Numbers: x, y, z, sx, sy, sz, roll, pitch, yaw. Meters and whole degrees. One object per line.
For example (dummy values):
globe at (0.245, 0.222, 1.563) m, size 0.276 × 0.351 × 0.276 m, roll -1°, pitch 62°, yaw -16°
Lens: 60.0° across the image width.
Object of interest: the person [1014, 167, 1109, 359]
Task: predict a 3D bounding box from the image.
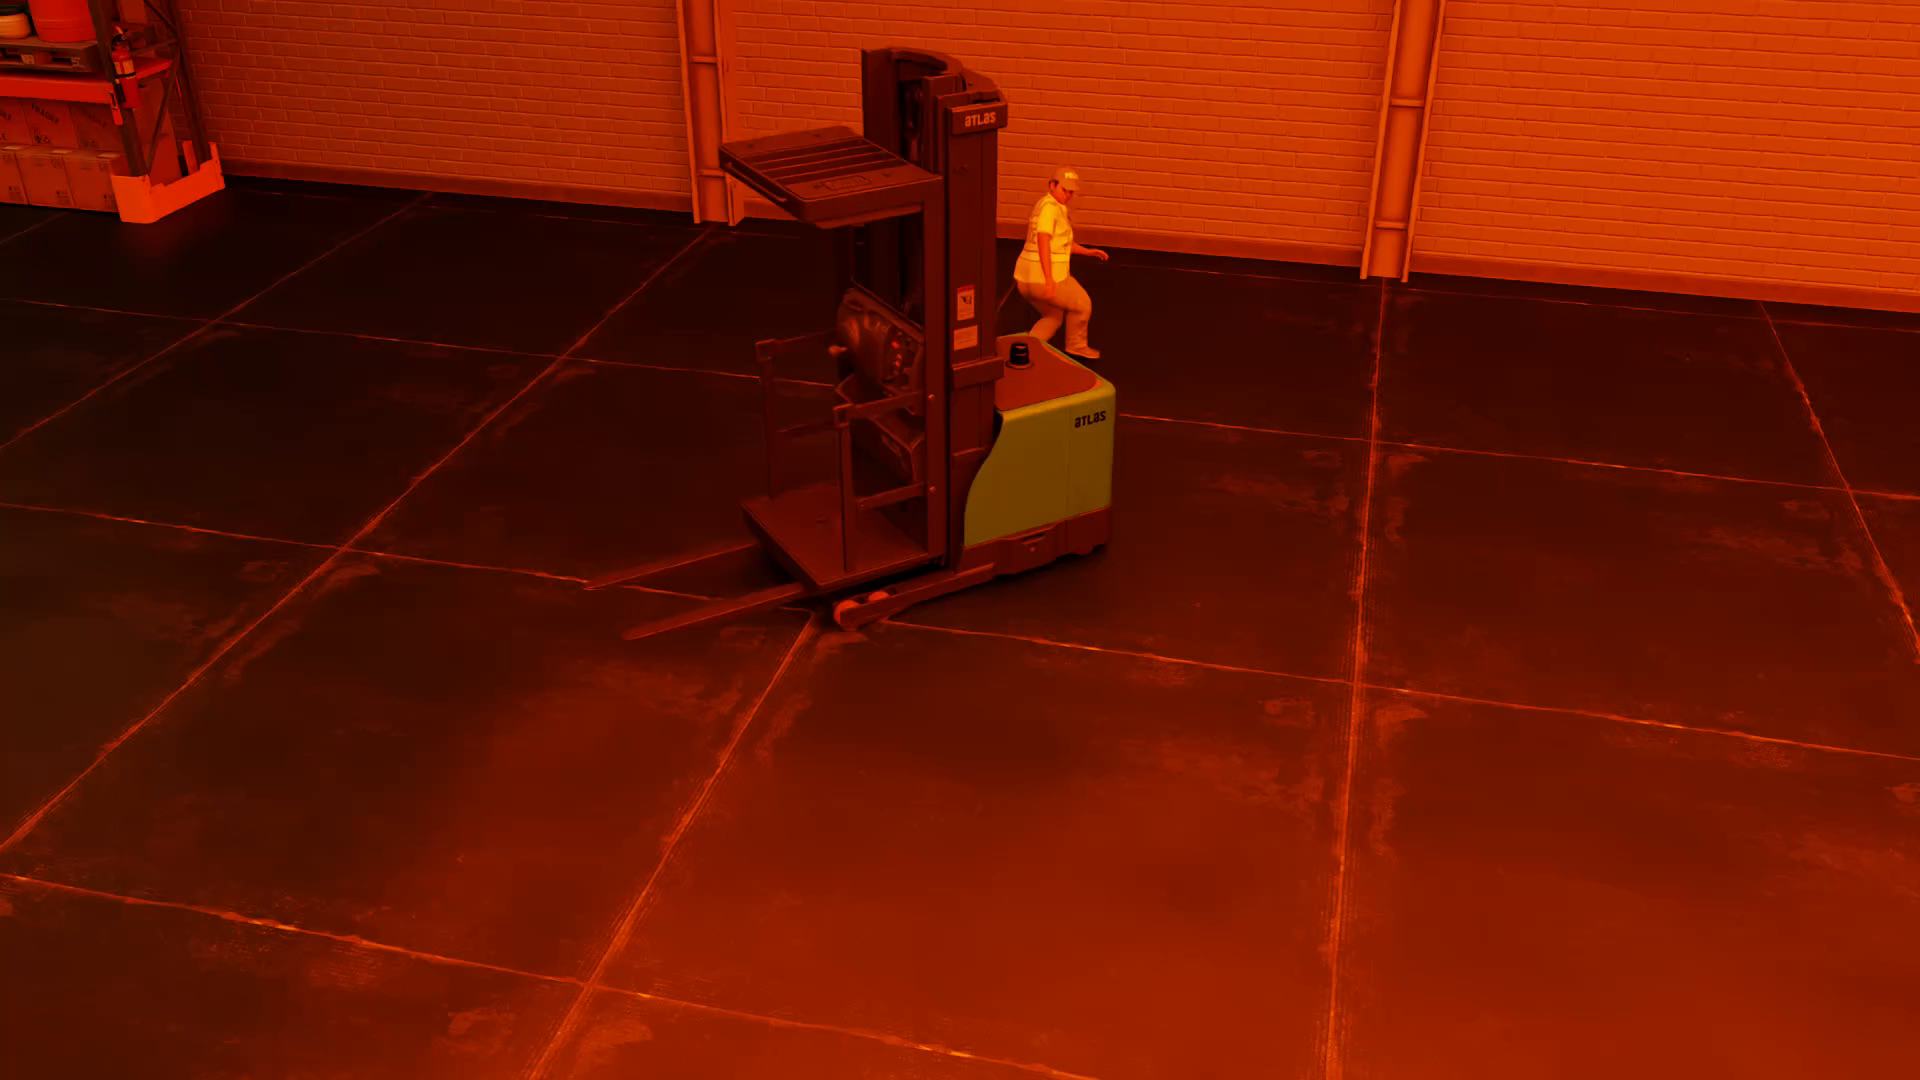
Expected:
person at (0.772, -1.911, 12.012) m, size 0.755 × 1.514 × 0.706 m, roll -12°, pitch 32°, yaw -20°

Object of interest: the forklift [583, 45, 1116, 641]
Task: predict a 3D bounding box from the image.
forklift at (-0.623, -1.068, 9.055) m, size 3.031 × 2.935 × 1.130 m, roll -16°, pitch 33°, yaw -26°
